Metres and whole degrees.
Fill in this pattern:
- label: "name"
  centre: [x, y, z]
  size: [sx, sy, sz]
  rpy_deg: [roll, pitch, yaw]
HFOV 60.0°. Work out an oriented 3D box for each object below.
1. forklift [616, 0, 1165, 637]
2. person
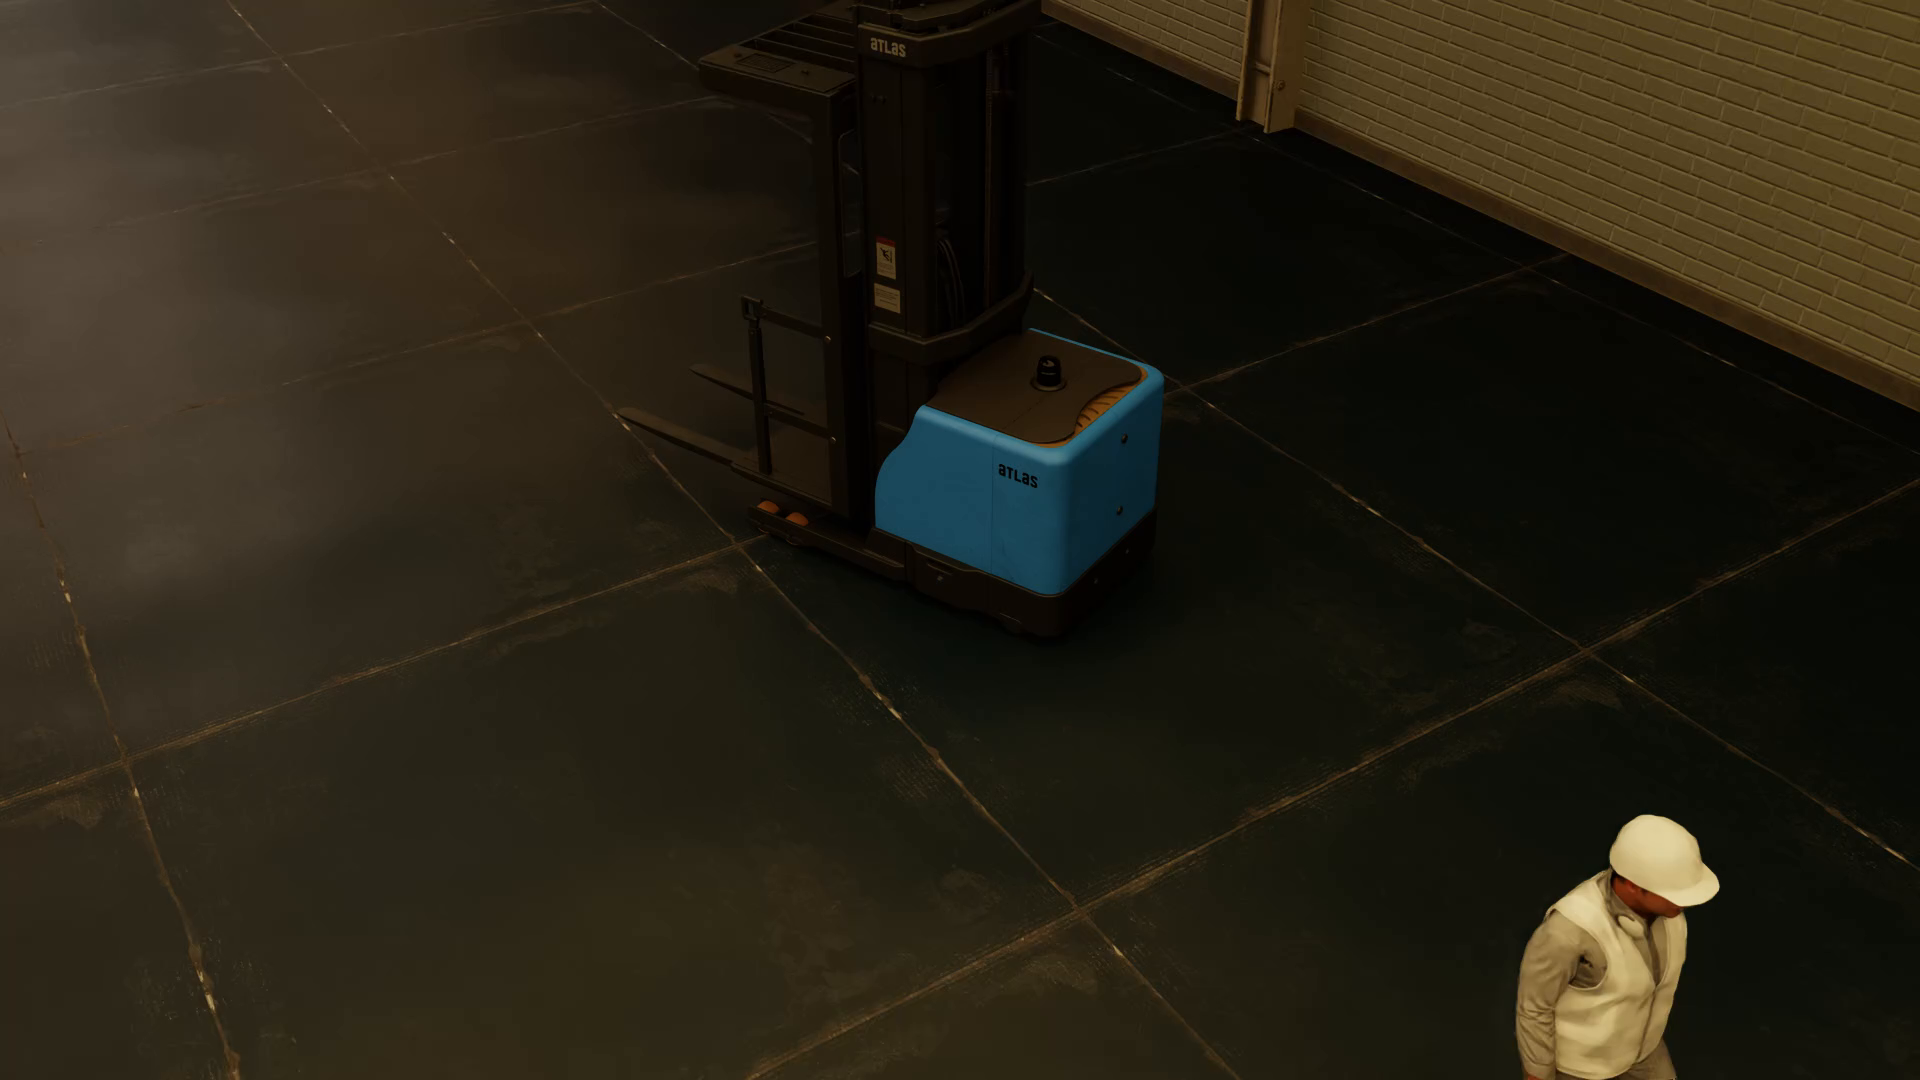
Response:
- label: "forklift"
  centre: [-0.500, -1.399, 8.138]
  size: [3.031, 2.935, 1.130]
  rpy_deg: [22, 41, 28]
- label: "person"
  centre: [1.950, 1.528, 5.038]
  size: [0.639, 1.800, 0.507]
  rpy_deg: [-19, 39, -25]
